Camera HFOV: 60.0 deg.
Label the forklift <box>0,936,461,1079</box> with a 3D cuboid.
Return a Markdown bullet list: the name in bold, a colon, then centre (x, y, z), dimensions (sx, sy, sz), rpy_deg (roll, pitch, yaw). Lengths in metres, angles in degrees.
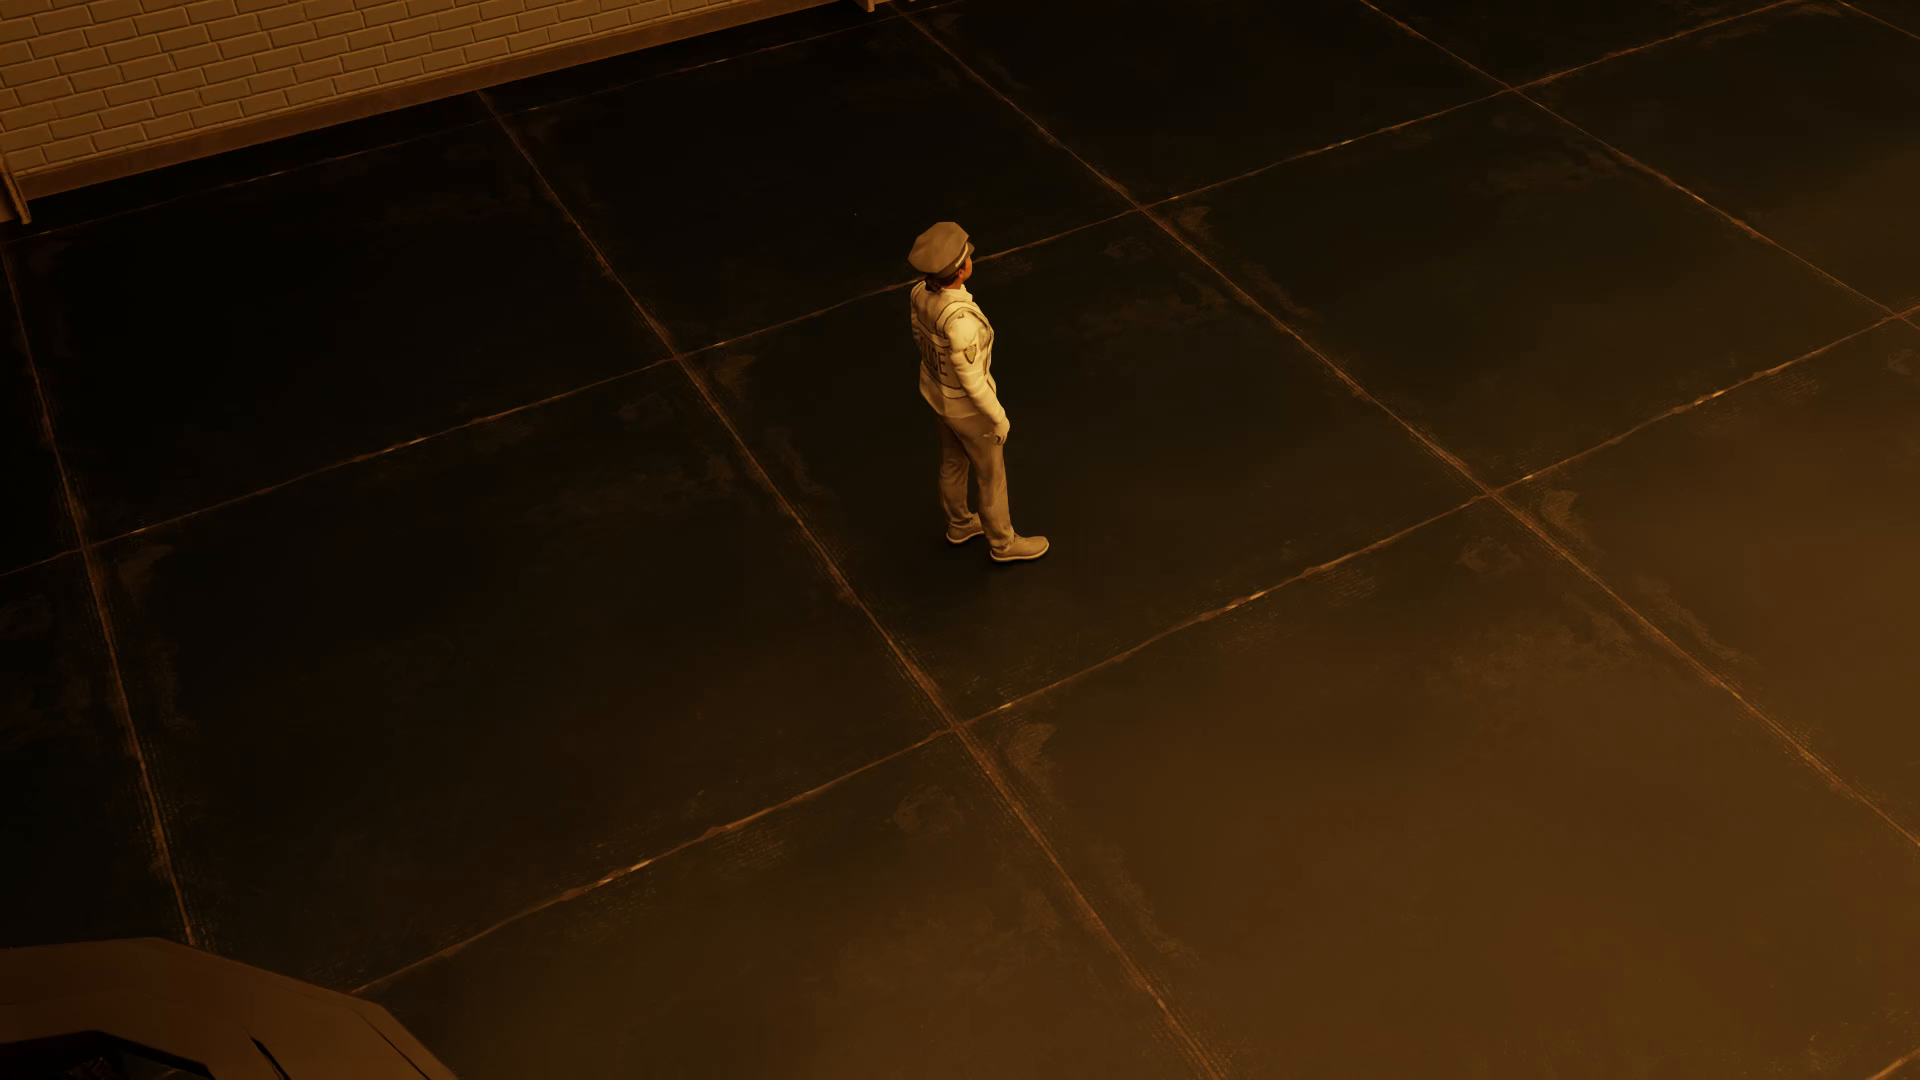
- **forklift**: centre (-1.472, 2.263, 3.257), dimensions (1.130, 2.935, 3.031), rpy_deg (12, 44, 13)

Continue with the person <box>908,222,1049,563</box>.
- **person**: centre (0.064, -0.646, 7.293), dimensions (0.530, 1.694, 0.586), rpy_deg (-21, 47, -21)
